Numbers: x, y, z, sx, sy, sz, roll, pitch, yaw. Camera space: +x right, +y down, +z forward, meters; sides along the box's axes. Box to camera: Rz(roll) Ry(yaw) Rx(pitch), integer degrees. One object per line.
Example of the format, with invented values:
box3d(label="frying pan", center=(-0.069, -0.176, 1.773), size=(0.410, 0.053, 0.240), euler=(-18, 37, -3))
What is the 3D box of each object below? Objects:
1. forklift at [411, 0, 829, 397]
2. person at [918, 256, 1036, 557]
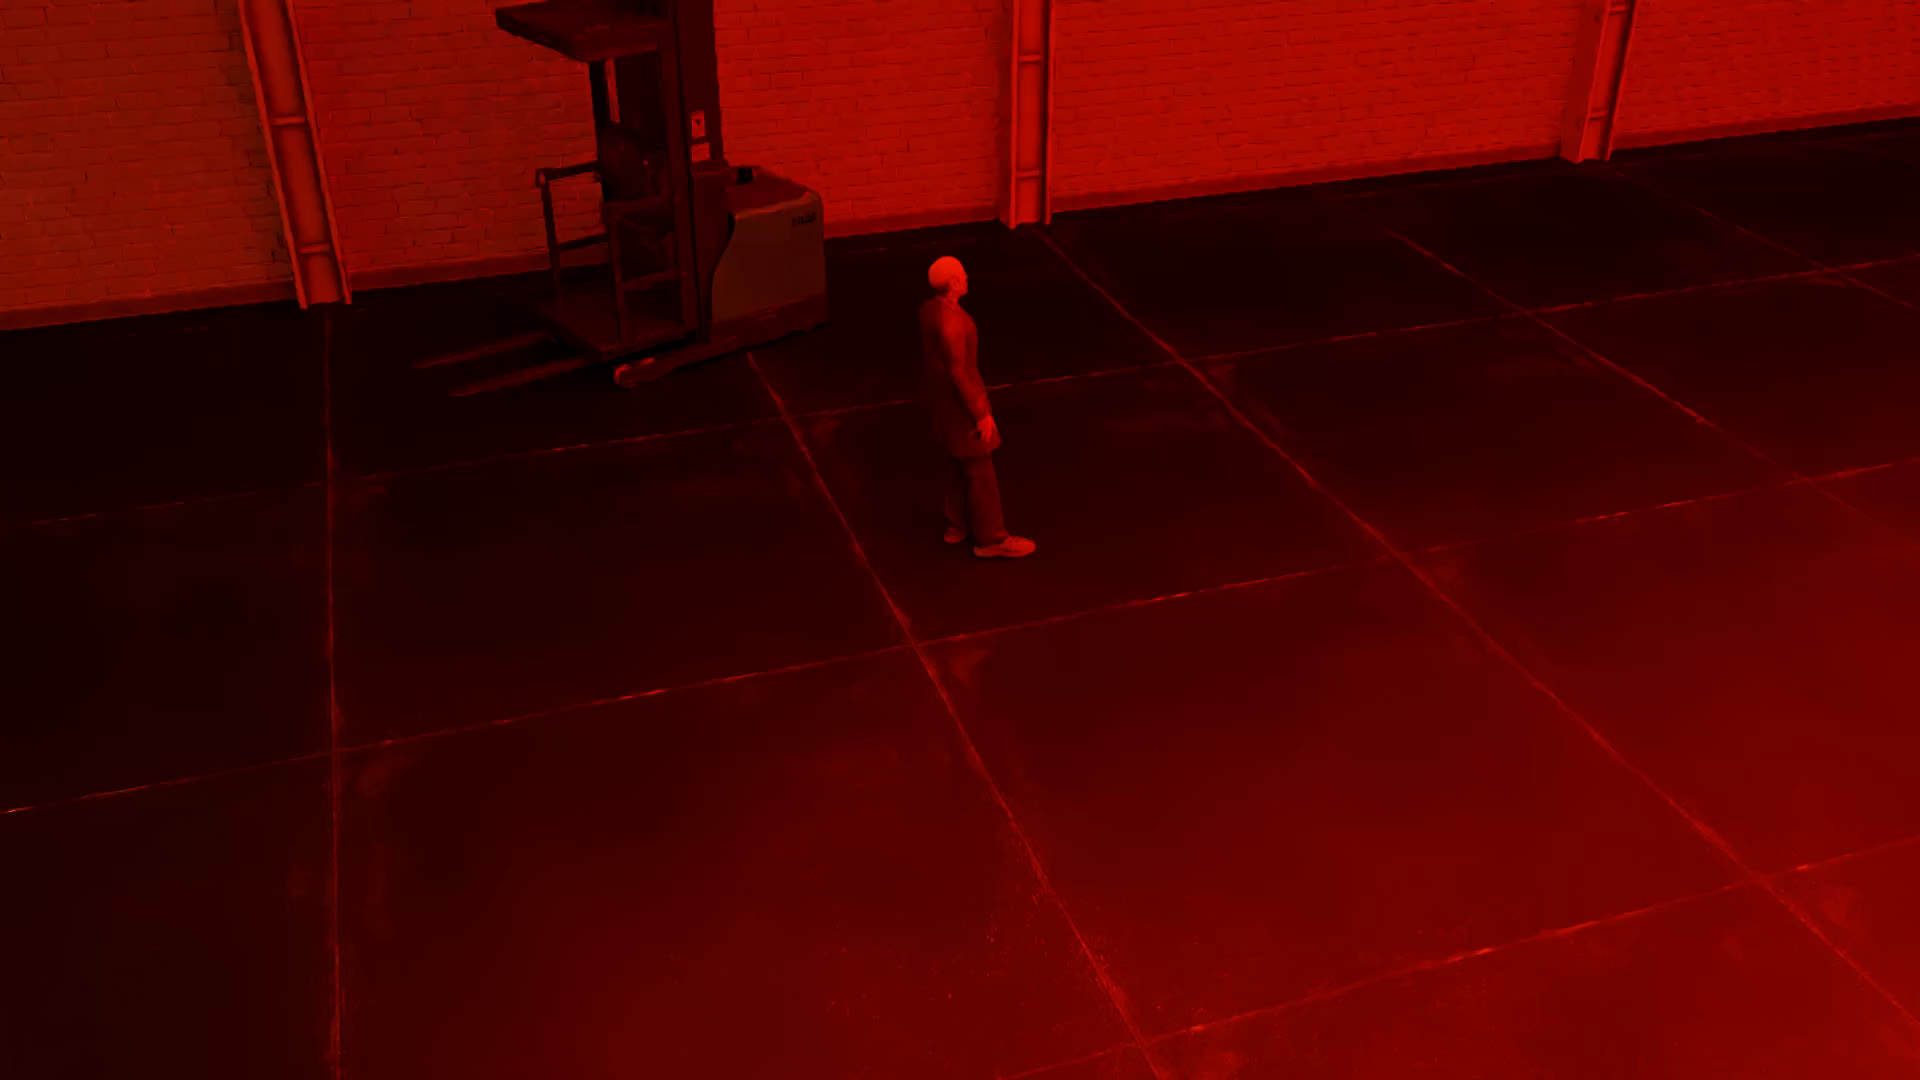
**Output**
box3d(label="forklift", center=(-2.479, -2.649, 11.690), size=(3.031, 2.935, 1.130), euler=(-22, 36, -33))
box3d(label="person", center=(0.088, -0.789, 9.600), size=(0.580, 1.776, 0.694), euler=(-10, 31, -16))
